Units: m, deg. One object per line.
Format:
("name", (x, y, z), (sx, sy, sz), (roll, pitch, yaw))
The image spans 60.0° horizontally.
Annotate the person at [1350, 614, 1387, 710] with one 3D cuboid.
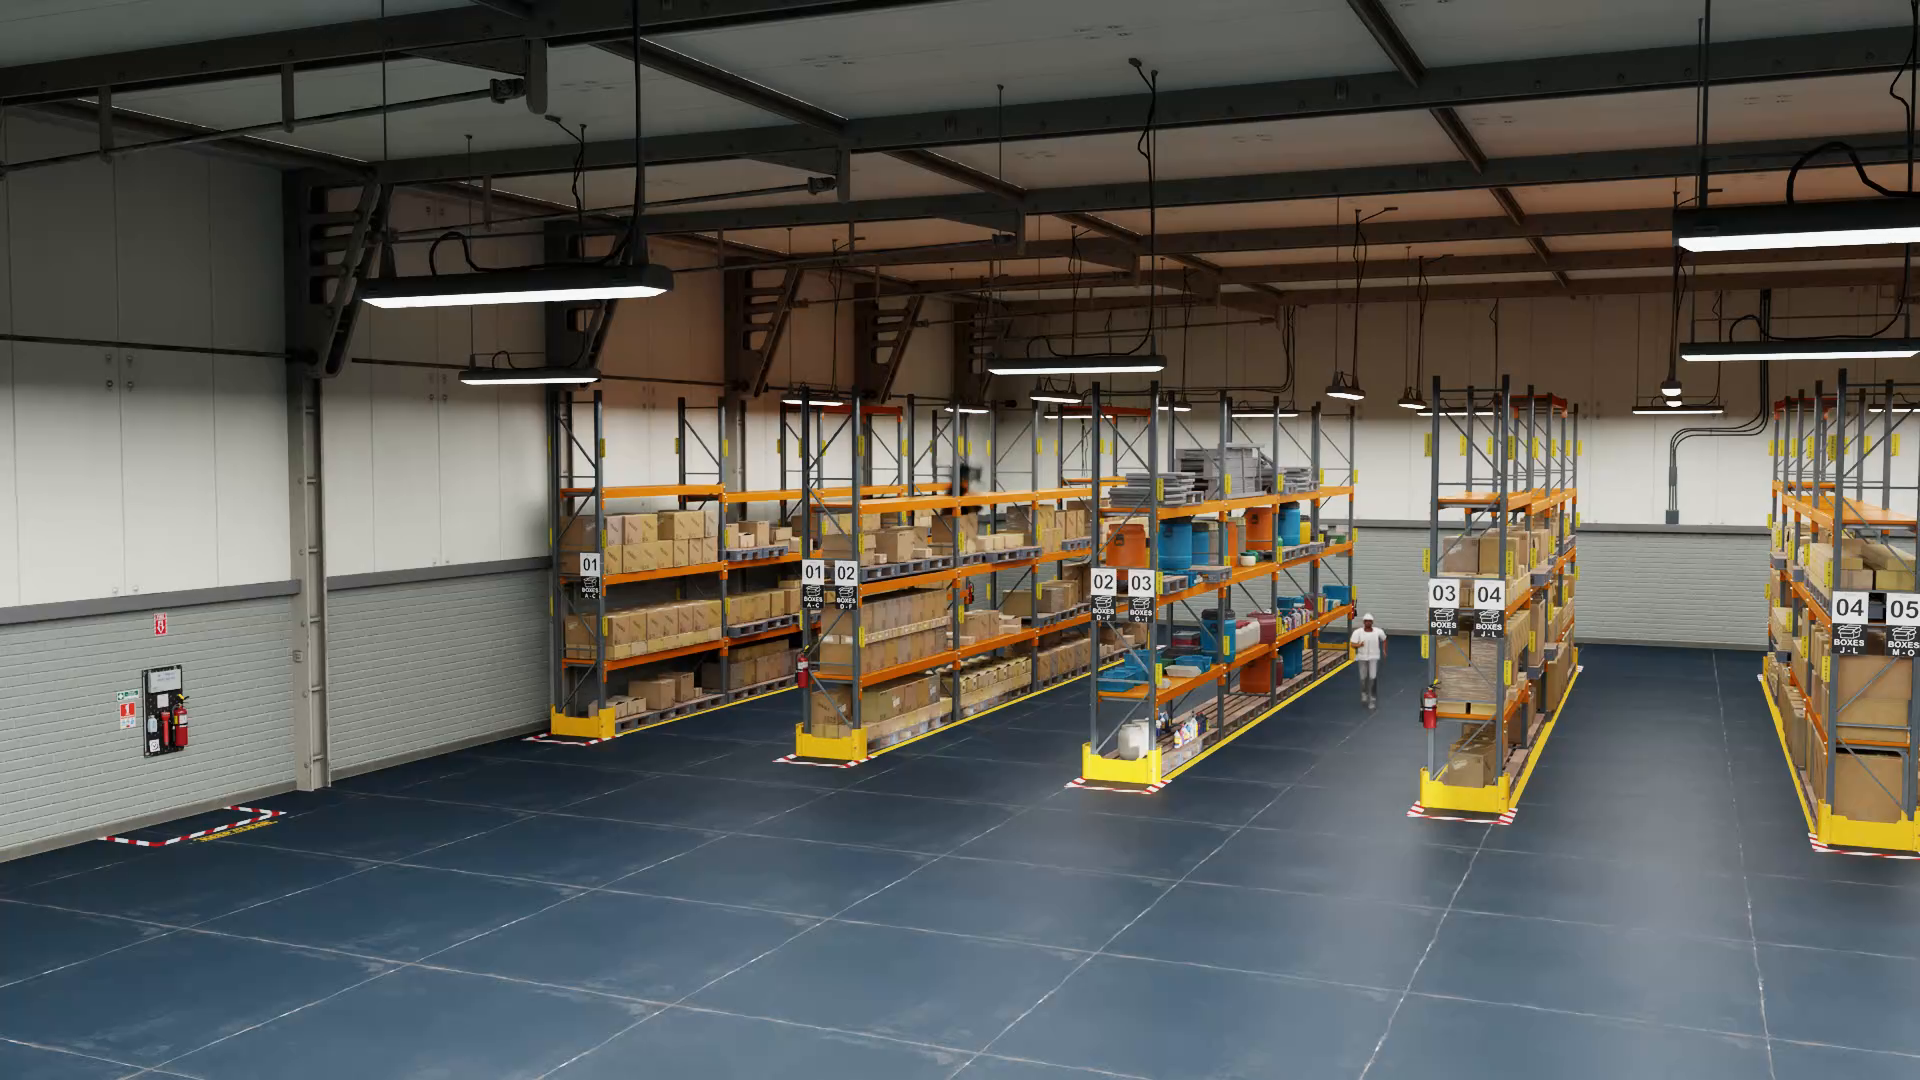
("person", (7.908, 2.334, 32.208), (0.676, 1.825, 0.791), (1, 3, 17))
